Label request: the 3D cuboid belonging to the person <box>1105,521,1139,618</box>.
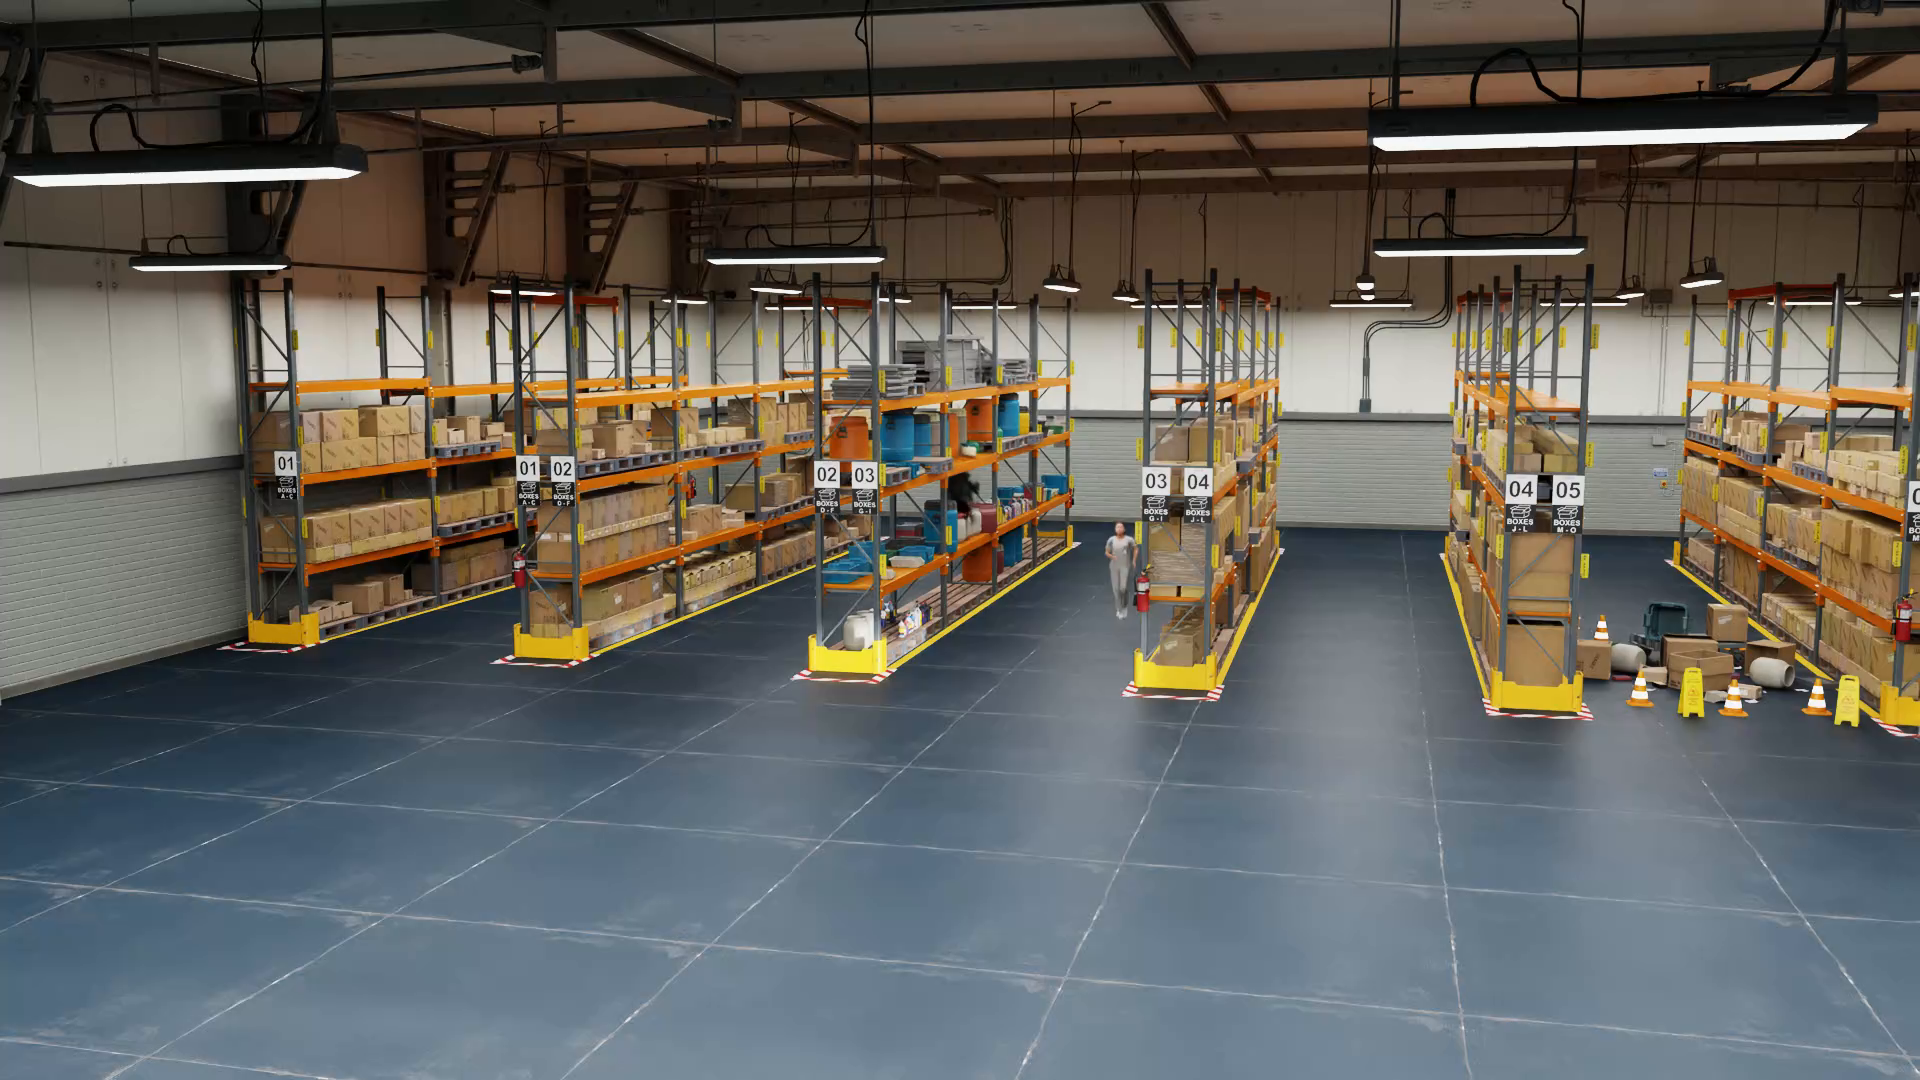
[{"bbox_3d":[2.732,0.507,28.258,0.543,1.665,0.618,2,7,13],"label":"person"}]
